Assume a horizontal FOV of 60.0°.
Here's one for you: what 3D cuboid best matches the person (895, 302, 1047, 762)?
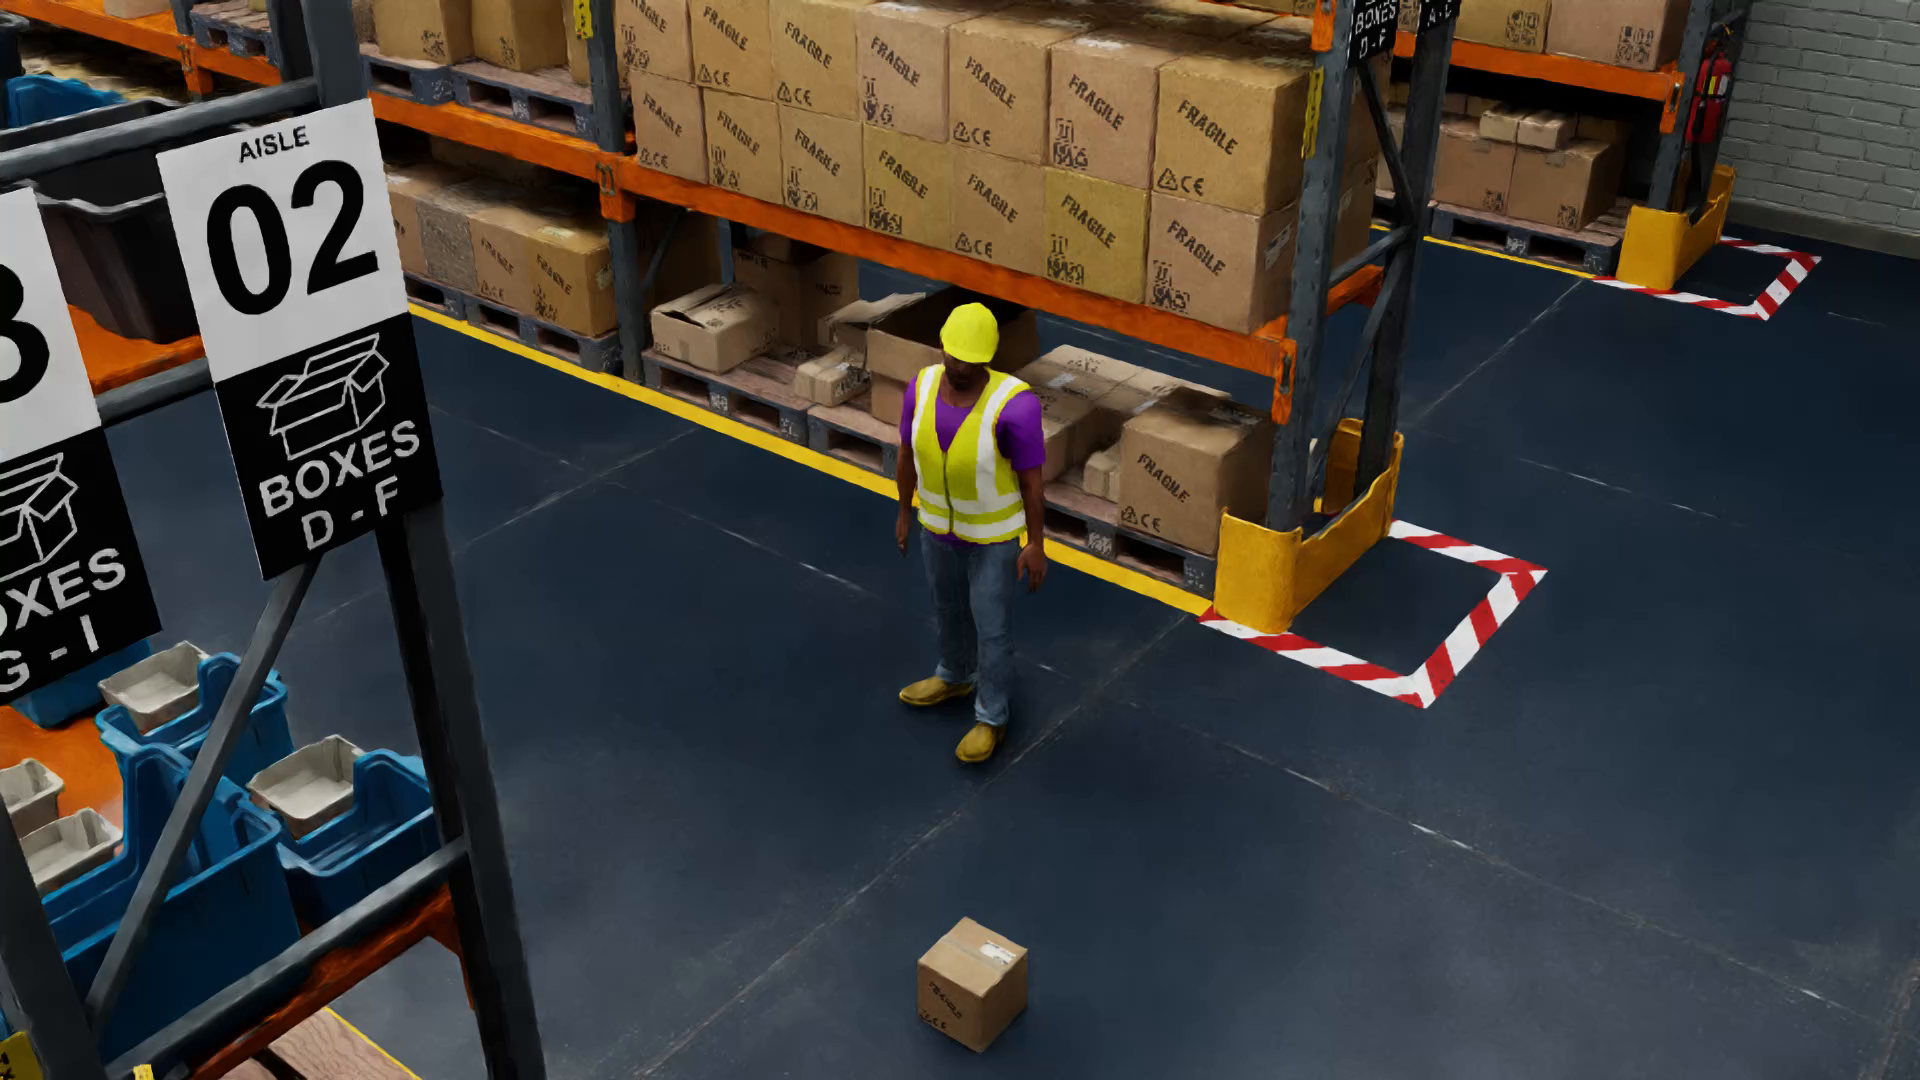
[{"bbox_3d":[-6.502,-1.633,8.803,15.002,1.768,2.345,18,35,28],"label":"person"}]
